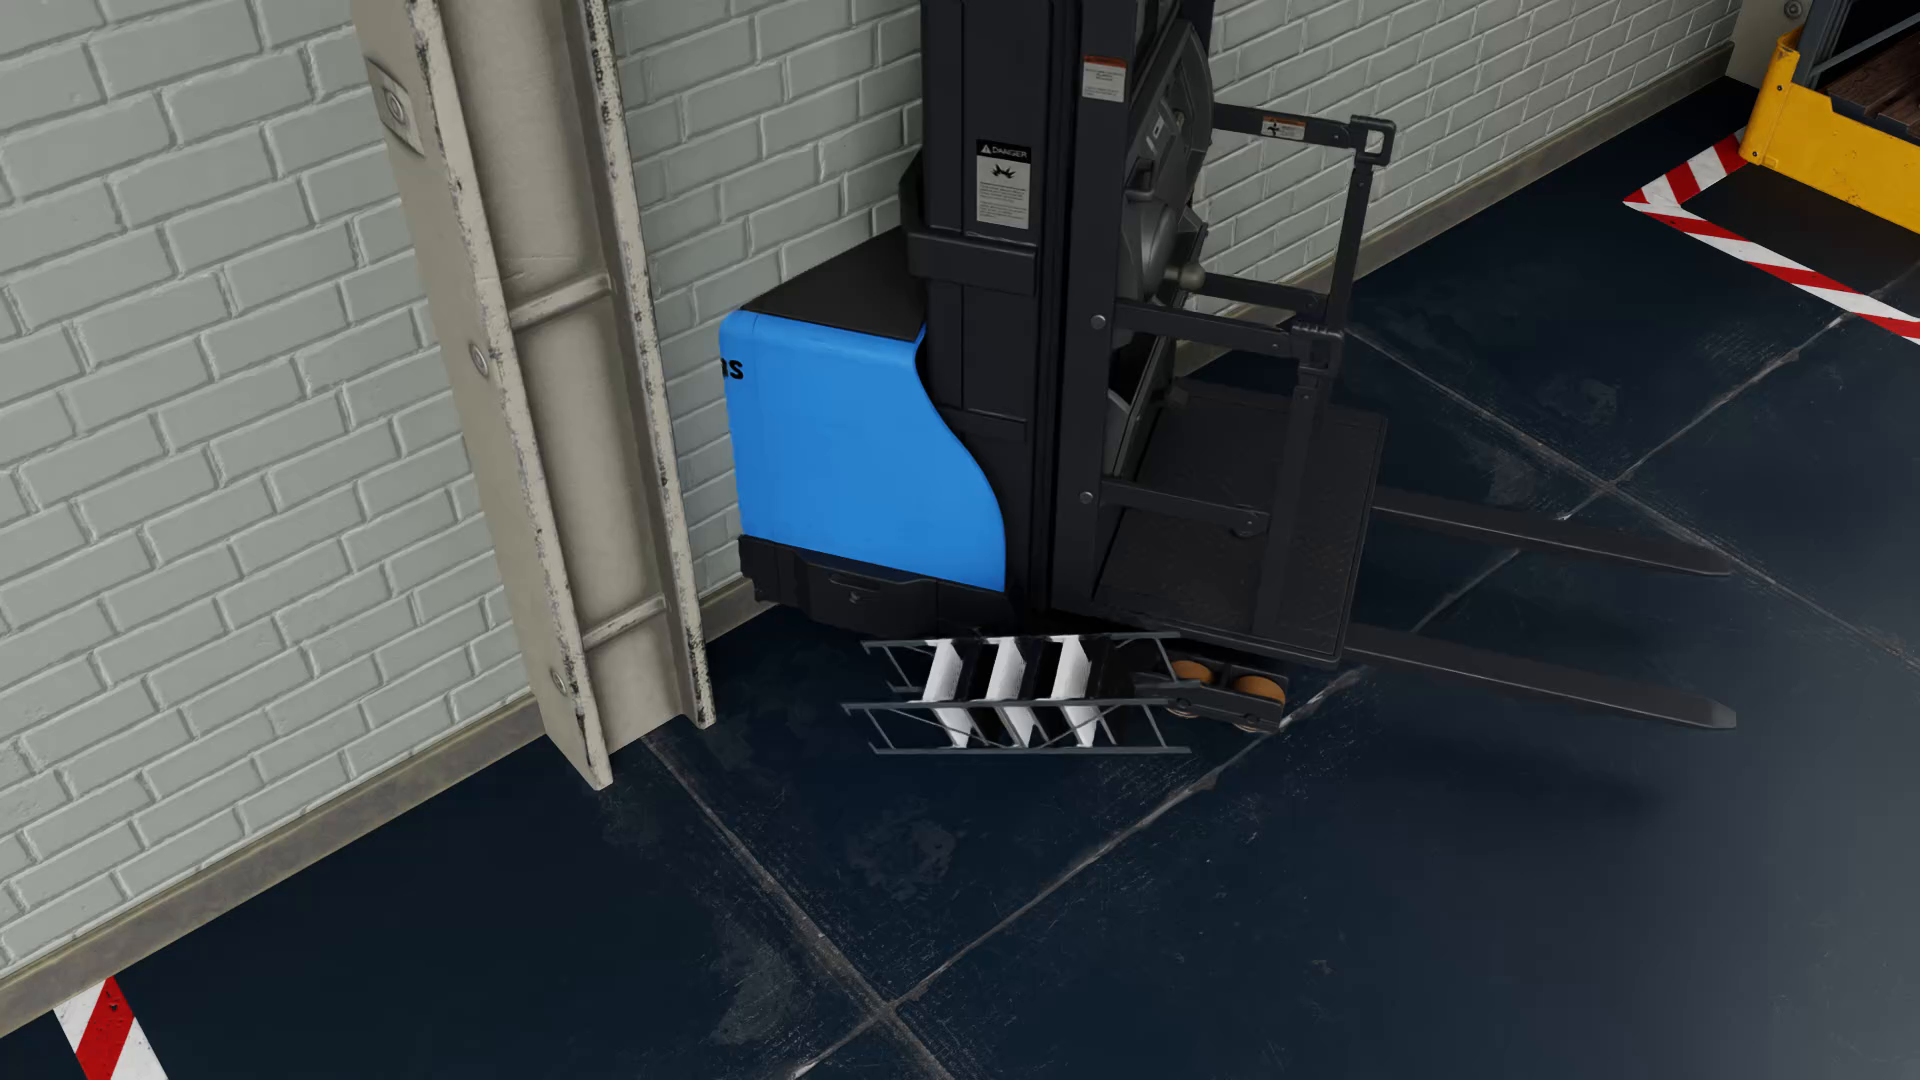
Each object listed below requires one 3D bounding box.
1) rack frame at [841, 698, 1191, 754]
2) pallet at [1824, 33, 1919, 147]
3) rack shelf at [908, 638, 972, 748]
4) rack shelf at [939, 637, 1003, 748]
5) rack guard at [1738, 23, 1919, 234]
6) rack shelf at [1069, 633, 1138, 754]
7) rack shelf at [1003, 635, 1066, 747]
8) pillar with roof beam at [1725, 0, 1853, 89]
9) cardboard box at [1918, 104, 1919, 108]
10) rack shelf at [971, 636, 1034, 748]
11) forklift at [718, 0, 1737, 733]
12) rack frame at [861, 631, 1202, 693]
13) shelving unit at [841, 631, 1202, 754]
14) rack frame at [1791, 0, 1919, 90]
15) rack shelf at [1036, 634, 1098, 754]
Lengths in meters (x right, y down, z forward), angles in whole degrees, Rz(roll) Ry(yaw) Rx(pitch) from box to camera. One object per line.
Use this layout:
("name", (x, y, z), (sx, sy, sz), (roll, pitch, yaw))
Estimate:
("rack frame", (0.135, 0.488, 4.325), (0.900, 0.240, 0.006), (-3, 49, 24))
("pallet", (4.389, -1.806, 7.018), (1.213, 0.211, 1.003), (-30, 51, -28))
("rack shelf", (-0.037, 0.421, 4.473), (0.077, 0.258, 0.200), (-3, 49, 24))
("rack shelf", (0.045, 0.416, 4.437), (0.077, 0.258, 0.200), (-3, 49, 24))
("rack guard", (3.744, -1.573, 6.559), (0.348, 0.500, 1.175), (-30, 51, -28))
("rack shelf", (0.373, 0.397, 4.289), (0.077, 0.258, 0.200), (-3, 49, 24))
("rack shelf", (0.209, 0.406, 4.363), (0.077, 0.258, 0.200), (-3, 49, 24))
("pillar with roof beam", (6.429, -3.138, 2.018), (0.400, 9.000, 9.100), (-30, 51, -28))
("cardboard box", (4.274, -1.887, 6.711), (0.500, 0.311, 0.500), (33, 52, 30))
("rack shelf", (0.127, 0.411, 4.400), (0.077, 0.258, 0.200), (-3, 49, 24))
("forklift", (0.707, -0.936, 4.105), (3.031, 2.935, 1.130), (12, 45, 13))
("rack frame", (0.180, 0.331, 4.447), (0.900, 0.240, 0.006), (-3, 49, 24))
("shelving unit", (0.158, 0.409, 4.386), (0.900, 0.258, 0.210), (-3, 49, 24))
("rack frame", (3.685, -2.450, 5.668), (0.127, 3.000, 1.000), (-30, 51, -28))
("rack shelf", (0.291, 0.401, 4.326), (0.077, 0.258, 0.200), (-3, 49, 24))
